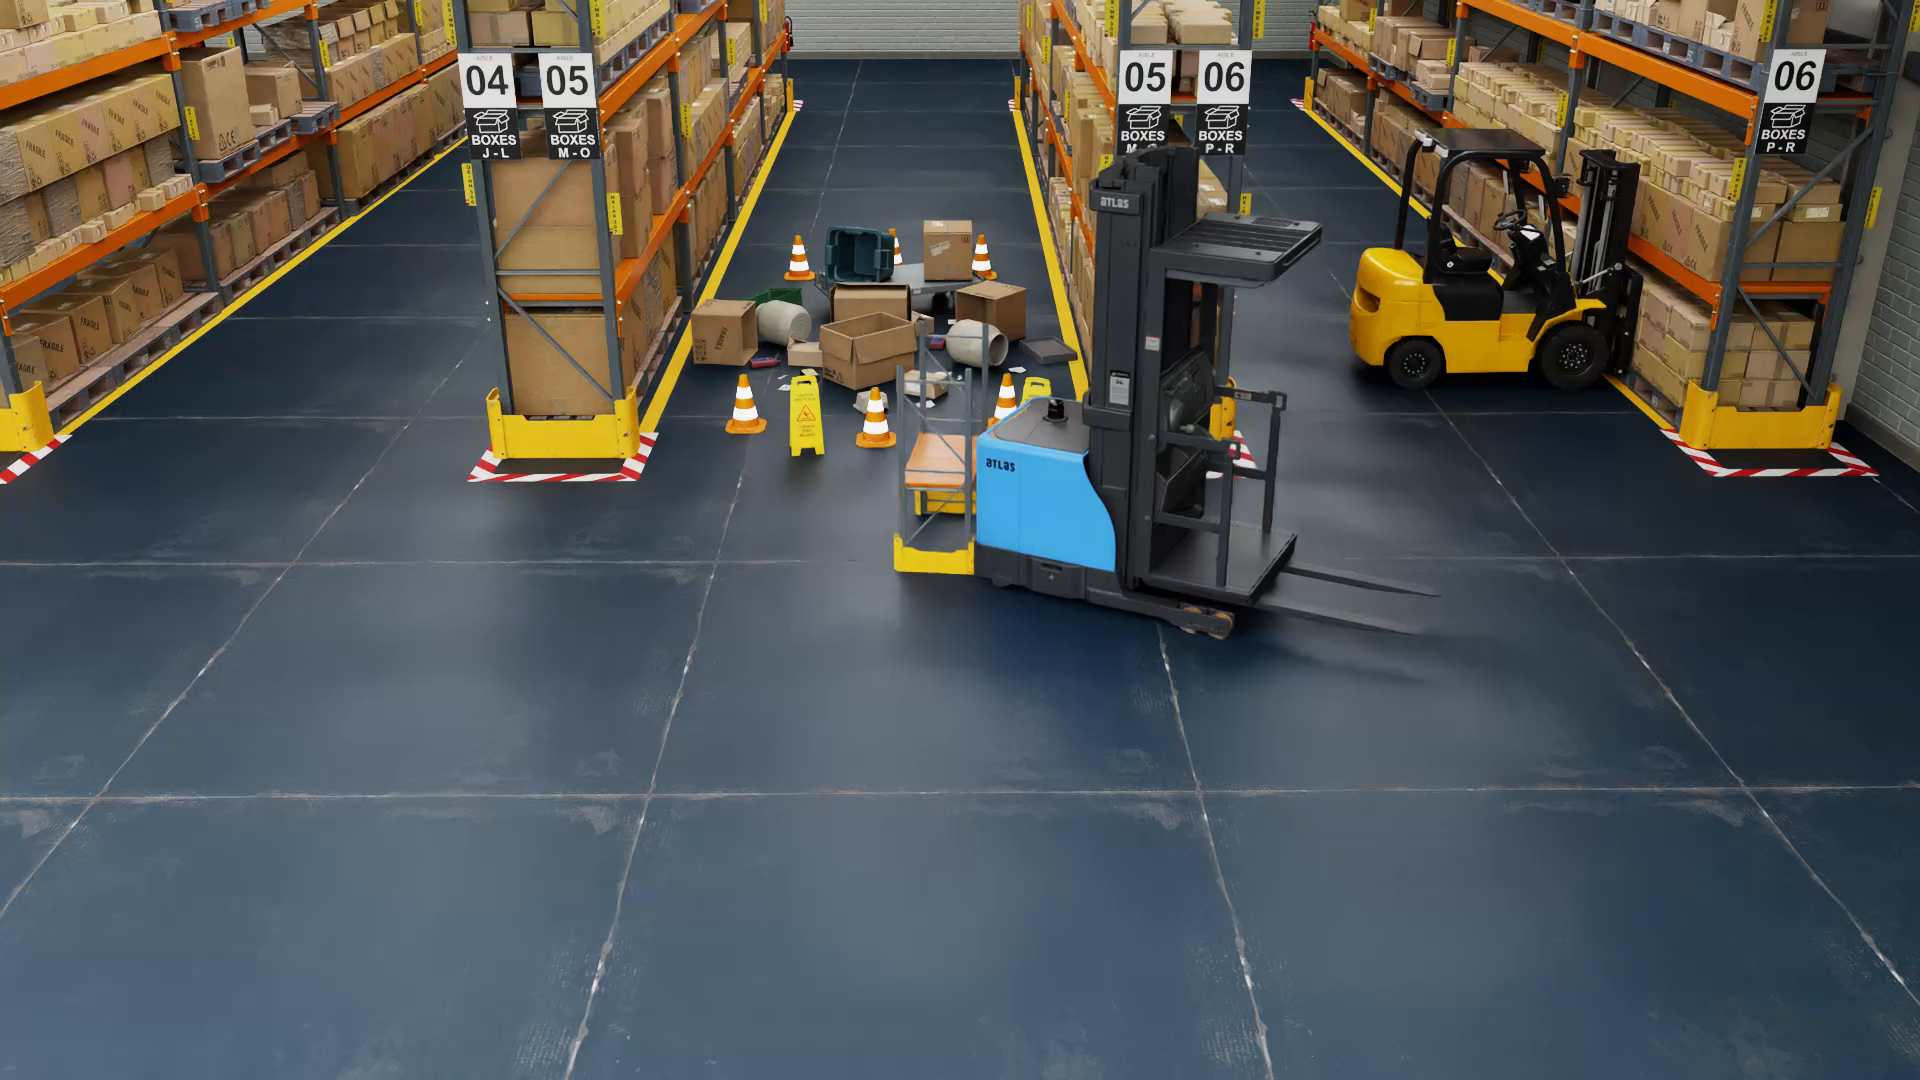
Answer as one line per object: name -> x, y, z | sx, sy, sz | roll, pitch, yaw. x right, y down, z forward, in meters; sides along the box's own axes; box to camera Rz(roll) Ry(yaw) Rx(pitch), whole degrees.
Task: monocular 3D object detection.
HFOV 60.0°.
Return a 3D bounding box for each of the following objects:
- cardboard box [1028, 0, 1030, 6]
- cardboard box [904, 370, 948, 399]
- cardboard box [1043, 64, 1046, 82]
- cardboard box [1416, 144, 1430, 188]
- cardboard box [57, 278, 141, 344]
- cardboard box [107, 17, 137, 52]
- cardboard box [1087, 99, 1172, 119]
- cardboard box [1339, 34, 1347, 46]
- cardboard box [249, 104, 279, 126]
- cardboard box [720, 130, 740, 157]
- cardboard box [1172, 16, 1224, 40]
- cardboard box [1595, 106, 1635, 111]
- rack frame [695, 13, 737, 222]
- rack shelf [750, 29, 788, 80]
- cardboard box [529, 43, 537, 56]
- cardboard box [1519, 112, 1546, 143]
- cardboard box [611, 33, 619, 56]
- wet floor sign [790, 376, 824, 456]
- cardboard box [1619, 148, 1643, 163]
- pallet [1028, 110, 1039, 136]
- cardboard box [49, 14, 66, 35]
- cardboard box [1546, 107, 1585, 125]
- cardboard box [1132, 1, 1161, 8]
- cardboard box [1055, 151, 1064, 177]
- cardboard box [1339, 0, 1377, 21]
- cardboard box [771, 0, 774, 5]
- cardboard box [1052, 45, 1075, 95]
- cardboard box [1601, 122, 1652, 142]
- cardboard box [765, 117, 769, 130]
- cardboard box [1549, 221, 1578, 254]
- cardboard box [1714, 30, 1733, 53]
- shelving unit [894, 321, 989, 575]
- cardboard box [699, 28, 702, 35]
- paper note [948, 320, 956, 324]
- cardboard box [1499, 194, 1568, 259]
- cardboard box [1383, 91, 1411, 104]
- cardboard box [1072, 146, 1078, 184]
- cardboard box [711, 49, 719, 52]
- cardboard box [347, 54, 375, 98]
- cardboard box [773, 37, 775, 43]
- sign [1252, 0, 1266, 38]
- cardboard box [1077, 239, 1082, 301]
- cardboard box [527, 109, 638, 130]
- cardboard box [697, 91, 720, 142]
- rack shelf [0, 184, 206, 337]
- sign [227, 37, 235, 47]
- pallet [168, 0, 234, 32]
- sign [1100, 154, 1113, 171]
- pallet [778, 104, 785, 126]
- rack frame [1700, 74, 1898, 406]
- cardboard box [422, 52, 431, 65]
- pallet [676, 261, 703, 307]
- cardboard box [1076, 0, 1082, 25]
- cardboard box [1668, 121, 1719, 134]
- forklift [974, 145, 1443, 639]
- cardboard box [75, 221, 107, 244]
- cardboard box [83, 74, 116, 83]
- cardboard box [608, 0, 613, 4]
cardboard box -> 1.289, -8.027, 24.906 | 0.500, 0.500, 0.500 | -1, 24, -1
cardboard box -> -0.336, -1.410, 15.071 | 0.380, 0.149, 0.250 | 13, 27, 27
cardboard box -> 1.343, -6.044, 21.432 | 0.500, 0.250, 0.500 | -1, 24, -2
cardboard box -> 6.360, -4.931, 21.919 | 0.500, 0.500, 0.500 | -1, 24, -1
cardboard box -> -8.191, -2.178, 15.833 | 0.500, 0.500, 0.500 | -2, 24, -5
cardboard box -> -7.993, -4.678, 15.380 | 0.500, 0.250, 0.500 | 0, 24, 1
cardboard box -> 1.502, -3.649, 14.866 | 0.700, 0.500, 0.500 | 0, 24, -1
cardboard box -> 6.204, -7.905, 26.276 | 0.380, 0.149, 0.250 | 0, 24, 1
cardboard box -> -8.010, -4.874, 18.924 | 0.396, 0.266, 0.258 | -1, 24, -2
cardboard box -> -3.103, -5.090, 21.362 | 0.500, 0.250, 0.500 | -1, 24, -3
cardboard box -> 1.880, -4.045, 13.134 | 0.380, 0.149, 0.250 | 0, 24, -1
cardboard box -> 6.878, -4.448, 17.420 | 0.380, 0.149, 0.250 | -1, 24, -2
rack frame -> -3.337, -5.411, 20.457 | 1.000, 3.000, 0.127 | 0, 24, -1
rack shelf -> -3.403, -7.556, 26.072 | 1.077, 0.370, 4.000 | 0, 24, -1
cardboard box -> -3.598, -3.949, 13.258 | 0.380, 0.149, 0.250 | 0, 24, 0
cardboard box -> 6.344, -4.423, 17.848 | 0.500, 0.250, 0.500 | -1, 24, -2
cardboard box -> -2.939, -3.955, 13.271 | 0.380, 0.149, 0.250 | 0, 24, 0
wet floor sign -> -1.270, -1.039, 13.647 | 0.267, 0.644, 0.232 | -4, 25, -10
cardboard box -> 6.344, -3.531, 15.393 | 0.380, 0.149, 0.250 | -1, 24, -2
pallet -> 1.621, -6.670, 26.625 | 1.003, 0.211, 1.213 | 0, 24, -1
cardboard box -> -8.028, -4.475, 14.446 | 0.380, 0.149, 0.250 | -1, 24, -3
cardboard box -> 6.372, -4.438, 17.397 | 0.380, 0.149, 0.250 | -1, 24, -1
cardboard box -> 1.491, -4.457, 14.045 | 0.380, 0.149, 0.250 | -1, 24, -2
cardboard box -> 1.687, -4.983, 21.580 | 0.875, 0.875, 0.875 | 0, 24, -1
cardboard box -> 6.240, -8.398, 25.972 | 0.500, 0.500, 0.500 | 0, 24, 1
cardboard box -> -3.142, -8.516, 25.626 | 0.500, 0.500, 0.500 | -1, 24, -2
cardboard box -> 1.385, -5.661, 20.018 | 0.500, 0.500, 0.500 | -1, 24, -2
cardboard box -> 6.330, -3.875, 15.793 | 0.380, 0.149, 0.250 | 0, 24, 1
cardboard box -> -3.065, -6.238, 24.875 | 0.380, 0.149, 0.250 | 1, 24, 2
cardboard box -> 6.310, -3.044, 16.837 | 0.500, 0.250, 0.500 | -1, 24, -1
cardboard box -> 6.349, -4.031, 13.441 | 0.380, 0.149, 0.250 | -1, 24, -2
shelving unit -> -0.106, -0.674, 11.804 | 0.587, 1.500, 1.083 | 3, 25, 6
cardboard box -> -3.827, -7.128, 23.327 | 0.380, 0.149, 0.250 | 0, 24, 1
paper note -> -0.045, -2.248, 17.066 | 0.148, 0.019, 0.142 | 0, 24, -1
cardboard box -> 6.601, -3.495, 18.592 | 0.875, 0.625, 0.625 | 0, 24, -1
cardboard box -> 6.320, -6.375, 23.963 | 0.380, 0.149, 0.250 | -1, 24, -3
cardboard box -> 1.381, -3.825, 16.469 | 0.500, 0.500, 0.500 | 0, 24, -1
cardboard box -> -3.153, -6.162, 21.191 | 0.380, 0.149, 0.250 | 0, 24, -1
cardboard box -> -8.048, -6.101, 21.861 | 0.500, 0.500, 0.500 | -1, 24, -2
cardboard box -> -3.156, -8.040, 26.576 | 0.380, 0.149, 0.250 | -1, 24, -3
sign -> 2.241, -3.946, 12.517 | 0.100, 0.325, 0.005 | 0, 24, -1
cardboard box -> 1.409, -2.642, 16.252 | 0.500, 0.500, 0.500 | 1, 24, 2
cardboard box -> -3.320, -3.503, 14.747 | 0.875, 0.550, 0.500 | 0, 24, -1
cardboard box -> -3.055, -4.861, 19.119 | 0.500, 0.500, 0.500 | -1, 24, -1
rack shelf -> -8.233, -2.630, 15.182 | 1.077, 0.370, 4.000 | 0, 24, -1
sign -> -8.853, -5.954, 20.253 | 0.100, 0.325, 0.005 | 0, 24, -1
pallet -> -8.155, -5.318, 16.840 | 1.213, 0.211, 1.003 | 0, 24, -1
sign -> 1.143, -2.856, 13.019 | 0.100, 0.325, 0.005 | 0, 24, -1
pallet -> -3.450, -7.071, 27.511 | 1.003, 0.211, 1.213 | 0, 24, -1
rack frame -> 6.662, -2.202, 13.362 | 1.000, 3.000, 0.127 | 0, 24, -1
cardboard box -> -8.012, -7.087, 24.469 | 0.380, 0.149, 0.250 | 0, 24, 0
pallet -> -3.378, -2.810, 18.090 | 1.003, 0.211, 1.213 | 0, 24, -1
cardboard box -> 1.386, -5.078, 15.902 | 0.500, 0.250, 0.500 | -1, 24, -2
cardboard box -> 6.967, -3.881, 15.806 | 0.380, 0.149, 0.250 | -1, 24, -2
forklift -> 1.646, -0.947, 10.671 | 3.031, 2.935, 1.130 | 12, 27, 24
cardboard box -> -7.895, -2.756, 14.893 | 0.380, 0.149, 0.250 | 0, 24, -1
cardboard box -> -8.504, -4.232, 16.155 | 0.500, 0.500, 0.500 | 0, 24, -1
cardboard box -> -2.940, -4.315, 13.099 | 0.380, 0.149, 0.250 | -1, 24, -1
